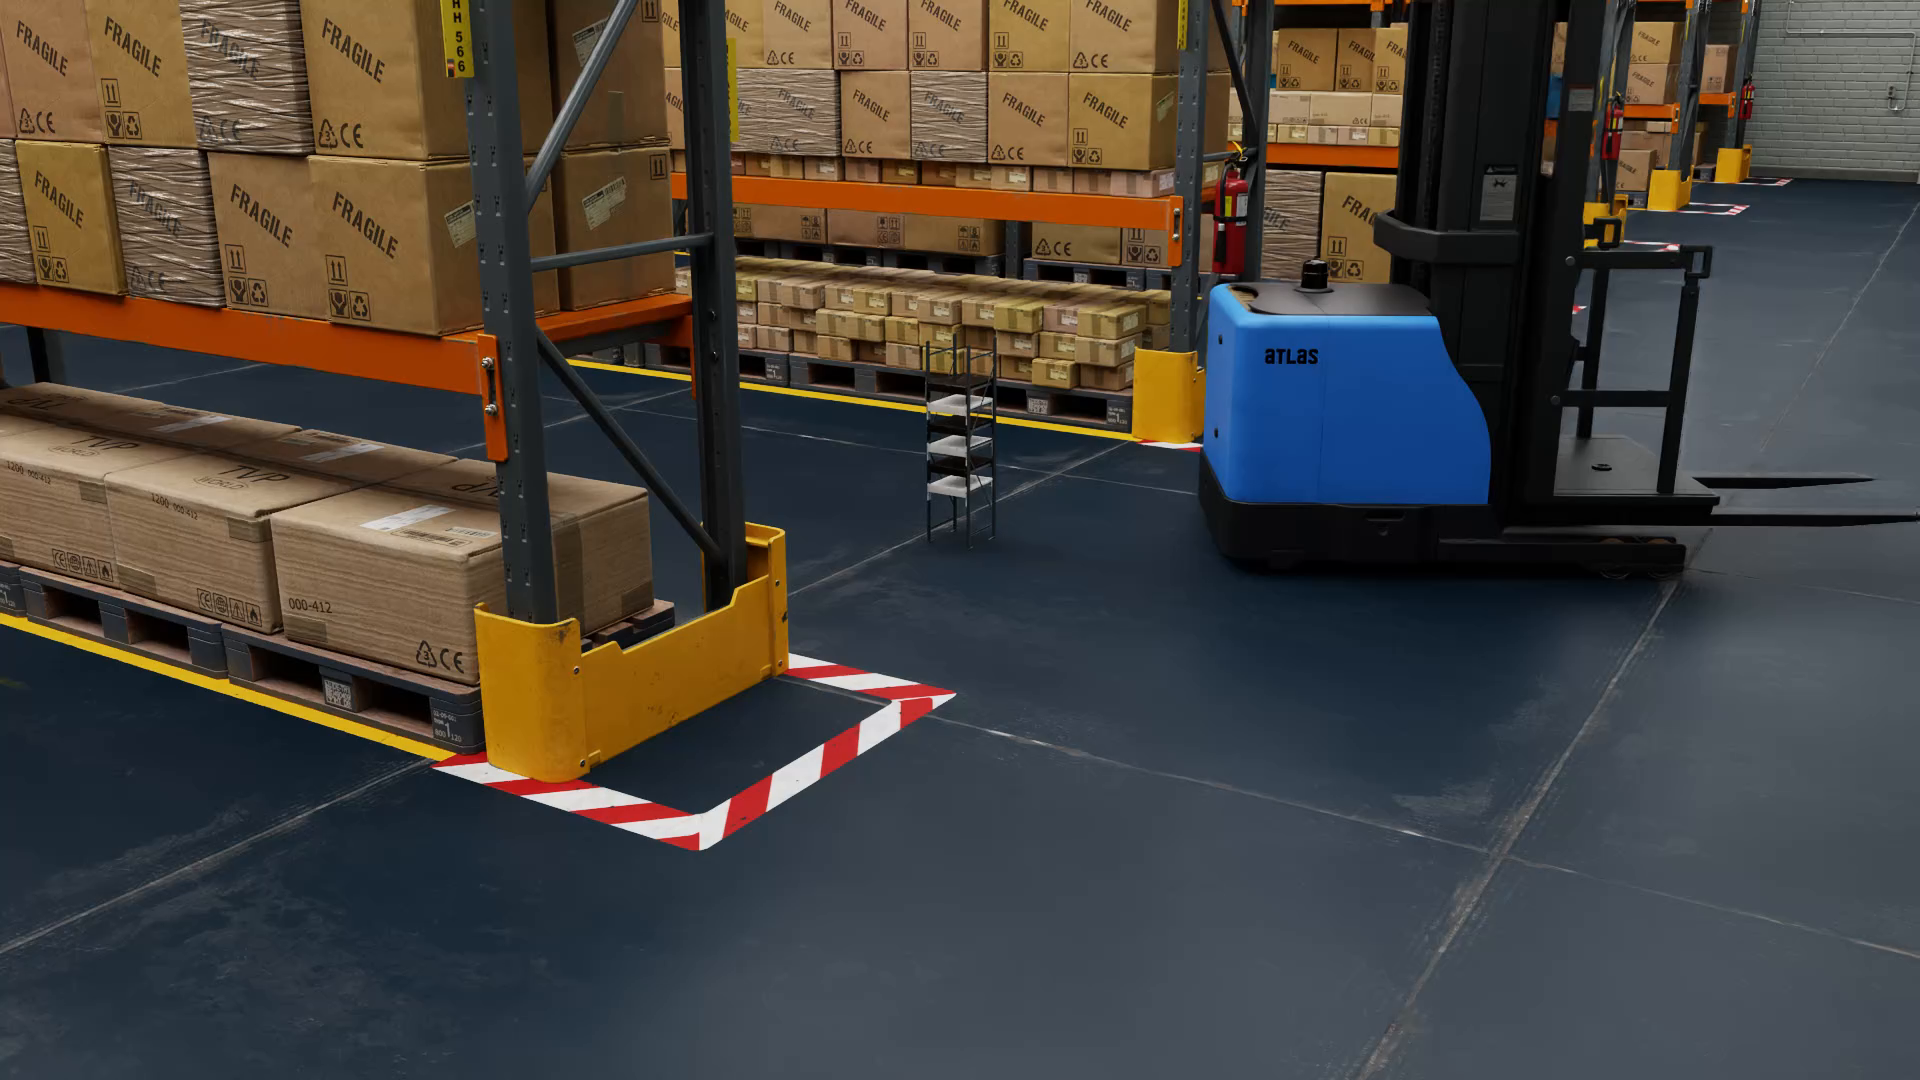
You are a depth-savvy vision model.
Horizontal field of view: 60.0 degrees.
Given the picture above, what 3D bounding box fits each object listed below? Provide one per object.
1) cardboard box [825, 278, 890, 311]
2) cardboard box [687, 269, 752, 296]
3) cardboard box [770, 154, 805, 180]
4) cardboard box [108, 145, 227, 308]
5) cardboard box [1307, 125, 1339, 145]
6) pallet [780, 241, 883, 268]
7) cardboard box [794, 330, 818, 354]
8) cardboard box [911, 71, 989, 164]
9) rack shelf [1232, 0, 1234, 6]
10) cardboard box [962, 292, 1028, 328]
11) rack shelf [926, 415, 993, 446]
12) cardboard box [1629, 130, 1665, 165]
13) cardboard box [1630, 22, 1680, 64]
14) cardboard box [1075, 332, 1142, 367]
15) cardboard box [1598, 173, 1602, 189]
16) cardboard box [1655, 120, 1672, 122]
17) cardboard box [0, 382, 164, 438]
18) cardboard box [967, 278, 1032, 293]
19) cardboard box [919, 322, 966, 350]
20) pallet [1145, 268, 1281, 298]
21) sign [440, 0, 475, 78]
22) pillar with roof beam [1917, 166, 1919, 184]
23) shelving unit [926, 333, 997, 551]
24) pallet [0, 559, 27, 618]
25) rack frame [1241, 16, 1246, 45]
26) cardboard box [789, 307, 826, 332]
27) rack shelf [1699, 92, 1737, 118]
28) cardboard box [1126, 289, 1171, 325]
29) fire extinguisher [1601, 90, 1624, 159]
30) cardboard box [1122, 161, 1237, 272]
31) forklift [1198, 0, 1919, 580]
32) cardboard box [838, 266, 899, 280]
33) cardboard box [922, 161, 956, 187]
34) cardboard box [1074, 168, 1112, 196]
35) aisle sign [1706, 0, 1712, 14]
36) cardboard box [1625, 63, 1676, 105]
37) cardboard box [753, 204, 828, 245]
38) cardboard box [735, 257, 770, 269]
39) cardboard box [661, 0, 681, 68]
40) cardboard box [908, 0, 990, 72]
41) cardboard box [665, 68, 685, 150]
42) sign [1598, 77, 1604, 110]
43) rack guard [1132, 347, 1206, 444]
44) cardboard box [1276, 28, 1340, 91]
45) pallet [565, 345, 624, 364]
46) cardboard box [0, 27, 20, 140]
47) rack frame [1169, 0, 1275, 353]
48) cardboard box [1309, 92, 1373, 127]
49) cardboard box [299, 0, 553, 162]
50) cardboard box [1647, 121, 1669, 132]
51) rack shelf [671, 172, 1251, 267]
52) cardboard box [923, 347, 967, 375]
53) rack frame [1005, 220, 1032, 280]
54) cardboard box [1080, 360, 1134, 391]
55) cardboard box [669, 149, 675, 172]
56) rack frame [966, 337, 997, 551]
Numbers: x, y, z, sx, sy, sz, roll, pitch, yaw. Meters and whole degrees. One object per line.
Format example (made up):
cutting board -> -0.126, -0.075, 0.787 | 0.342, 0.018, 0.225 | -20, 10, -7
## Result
cardboard box -> -0.643, -1.544, 10.461 | 0.250, 0.149, 0.380 | 9, 19, 28
cardboard box -> -1.568, -1.684, 10.923 | 0.250, 0.149, 0.380 | 11, 20, 33
cardboard box -> -0.964, -2.332, 10.331 | 0.250, 0.149, 0.380 | 11, 20, 31
cardboard box -> -2.466, -1.084, 5.618 | 0.500, 0.500, 0.500 | 11, 20, 32
cardboard box -> 3.009, -3.296, 13.502 | 0.250, 0.149, 0.380 | 11, 20, 31
pallet -> -1.016, -2.885, 16.517 | 1.213, 0.211, 1.003 | 10, 20, 30
cardboard box -> -0.859, -1.301, 10.684 | 0.250, 0.149, 0.380 | 9, 19, 28
cardboard box -> 0.061, -2.463, 9.646 | 0.500, 0.500, 0.500 | 10, 20, 30
rack shelf -> 1.613, -6.558, 19.885 | 4.000, 0.370, 1.077 | 10, 20, 30
cardboard box -> 0.209, -1.369, 9.886 | 0.250, 0.149, 0.380 | 9, 19, 28
rack shelf -> 0.007, -0.484, 7.230 | 0.200, 0.077, 0.258 | 10, 20, 30
cardboard box -> 10.835, -6.170, 26.111 | 0.500, 0.500, 0.700 | 10, 20, 30
cardboard box -> 8.798, -6.306, 21.088 | 0.500, 0.500, 0.500 | 10, 20, 30
cardboard box -> 0.852, -1.103, 9.522 | 0.250, 0.149, 0.380 | 10, 19, 29
cardboard box -> 8.431, -4.741, 21.944 | 0.250, 0.166, 0.380 | 10, 20, 30
cardboard box -> 11.041, -6.512, 26.120 | 0.250, 0.149, 0.380 | 10, 20, 30
cardboard box -> -3.983, -0.334, 7.006 | 0.875, 0.438, 0.875 | 10, 19, 29
cardboard box -> 0.251, -1.543, 10.460 | 0.250, 0.149, 0.380 | 11, 20, 32
cardboard box -> -0.039, -1.257, 10.030 | 0.250, 0.149, 0.380 | 10, 20, 31
pallet -> 2.376, -2.281, 14.527 | 1.213, 0.211, 1.003 | 10, 20, 30
sign -> -1.349, -1.408, 4.456 | 0.005, 0.325, 0.100 | 10, 20, 30
pillar with roof beam -> 12.411, -8.615, 20.261 | 0.400, 9.000, 9.100 | 10, 20, 30
shelving unit -> 0.007, -0.429, 7.246 | 0.210, 0.900, 0.258 | 10, 20, 30
pallet -> -3.854, -0.012, 7.058 | 1.213, 0.211, 1.003 | 10, 20, 30
rack frame -> 5.093, -8.224, 29.296 | 0.127, 3.000, 1.000 | 10, 20, 30
cardboard box -> -0.876, -1.434, 10.610 | 0.250, 0.149, 0.380 | 11, 20, 33
rack shelf -> 10.206, -6.968, 26.396 | 4.000, 0.370, 1.077 | 10, 20, 30
cardboard box -> 1.183, -1.400, 9.987 | 0.250, 0.149, 0.380 | 9, 19, 28
fire extinguisher -> 6.616, -4.203, 16.832 | 0.183, 0.674, 0.296 | 10, 20, 30
cardboard box -> 2.012, -2.863, 14.578 | 0.875, 0.875, 0.875 | 10, 20, 30
forklift -> 2.618, -1.395, 6.932 | 3.031, 2.935, 1.130 | 0, 17, 1
cardboard box -> -0.604, -1.712, 11.016 | 0.250, 0.149, 0.380 | 9, 19, 27
cardboard box -> -0.026, -2.191, 9.867 | 0.250, 0.149, 0.380 | 9, 19, 28
cardboard box -> 0.834, -2.021, 9.305 | 0.250, 0.149, 0.380 | 10, 20, 30
aisle sign -> 9.533, -7.086, 21.076 | 0.004, 0.787, 0.394 | 10, 20, 30
cardboard box -> 8.797, -5.829, 21.237 | 0.500, 0.500, 0.500 | 11, 20, 32
cardboard box -> -1.351, -3.481, 16.612 | 0.875, 0.875, 1.225 | 10, 20, 30
cardboard box -> -1.517, -1.854, 11.484 | 0.250, 0.149, 0.380 | 11, 20, 32
cardboard box -> -1.700, -3.262, 10.556 | 0.500, 0.500, 0.500 | 11, 20, 31
cardboard box -> 0.052, -2.945, 9.510 | 0.500, 0.500, 0.500 | 11, 20, 33
cardboard box -> -1.667, -2.775, 10.672 | 0.500, 0.500, 0.500 | 10, 19, 29
sign -> 6.451, -4.493, 16.732 | 0.005, 0.325, 0.100 | 10, 20, 30
rack guard -> 1.387, -0.930, 9.582 | 0.348, 0.500, 1.175 | 10, 20, 30
cardboard box -> 2.995, -4.050, 14.009 | 0.500, 0.500, 0.500 | 10, 19, 29
pallet -> -2.621, -1.506, 11.977 | 1.213, 0.211, 1.003 | 10, 20, 30
cardboard box -> -3.325, -1.716, 5.977 | 0.500, 0.500, 0.500 | 11, 20, 31
rack frame -> 1.452, -2.114, 9.180 | 0.127, 3.000, 1.000 | 10, 20, 30
cardboard box -> 3.150, -3.483, 13.433 | 0.500, 0.250, 0.500 | 10, 19, 29
cardboard box -> -1.588, -1.413, 4.981 | 0.500, 0.500, 0.500 | 11, 20, 32
cardboard box -> 10.839, -6.418, 25.810 | 0.250, 0.149, 0.380 | 11, 20, 32
rack shelf -> -0.253, -2.074, 10.286 | 4.000, 0.370, 1.077 | 10, 20, 30
cardboard box -> -0.026, -1.113, 10.066 | 0.250, 0.149, 0.380 | 9, 19, 28
rack frame -> 0.725, -3.936, 15.177 | 0.127, 3.000, 1.000 | 10, 20, 30
cardboard box -> 0.894, -0.979, 9.627 | 0.250, 0.149, 0.380 | 11, 20, 31
cardboard box -> -1.887, -2.478, 10.811 | 0.250, 0.149, 0.380 | 11, 20, 32
rack frame -> 0.094, -0.414, 7.195 | 0.006, 0.900, 0.240 | 10, 20, 30
